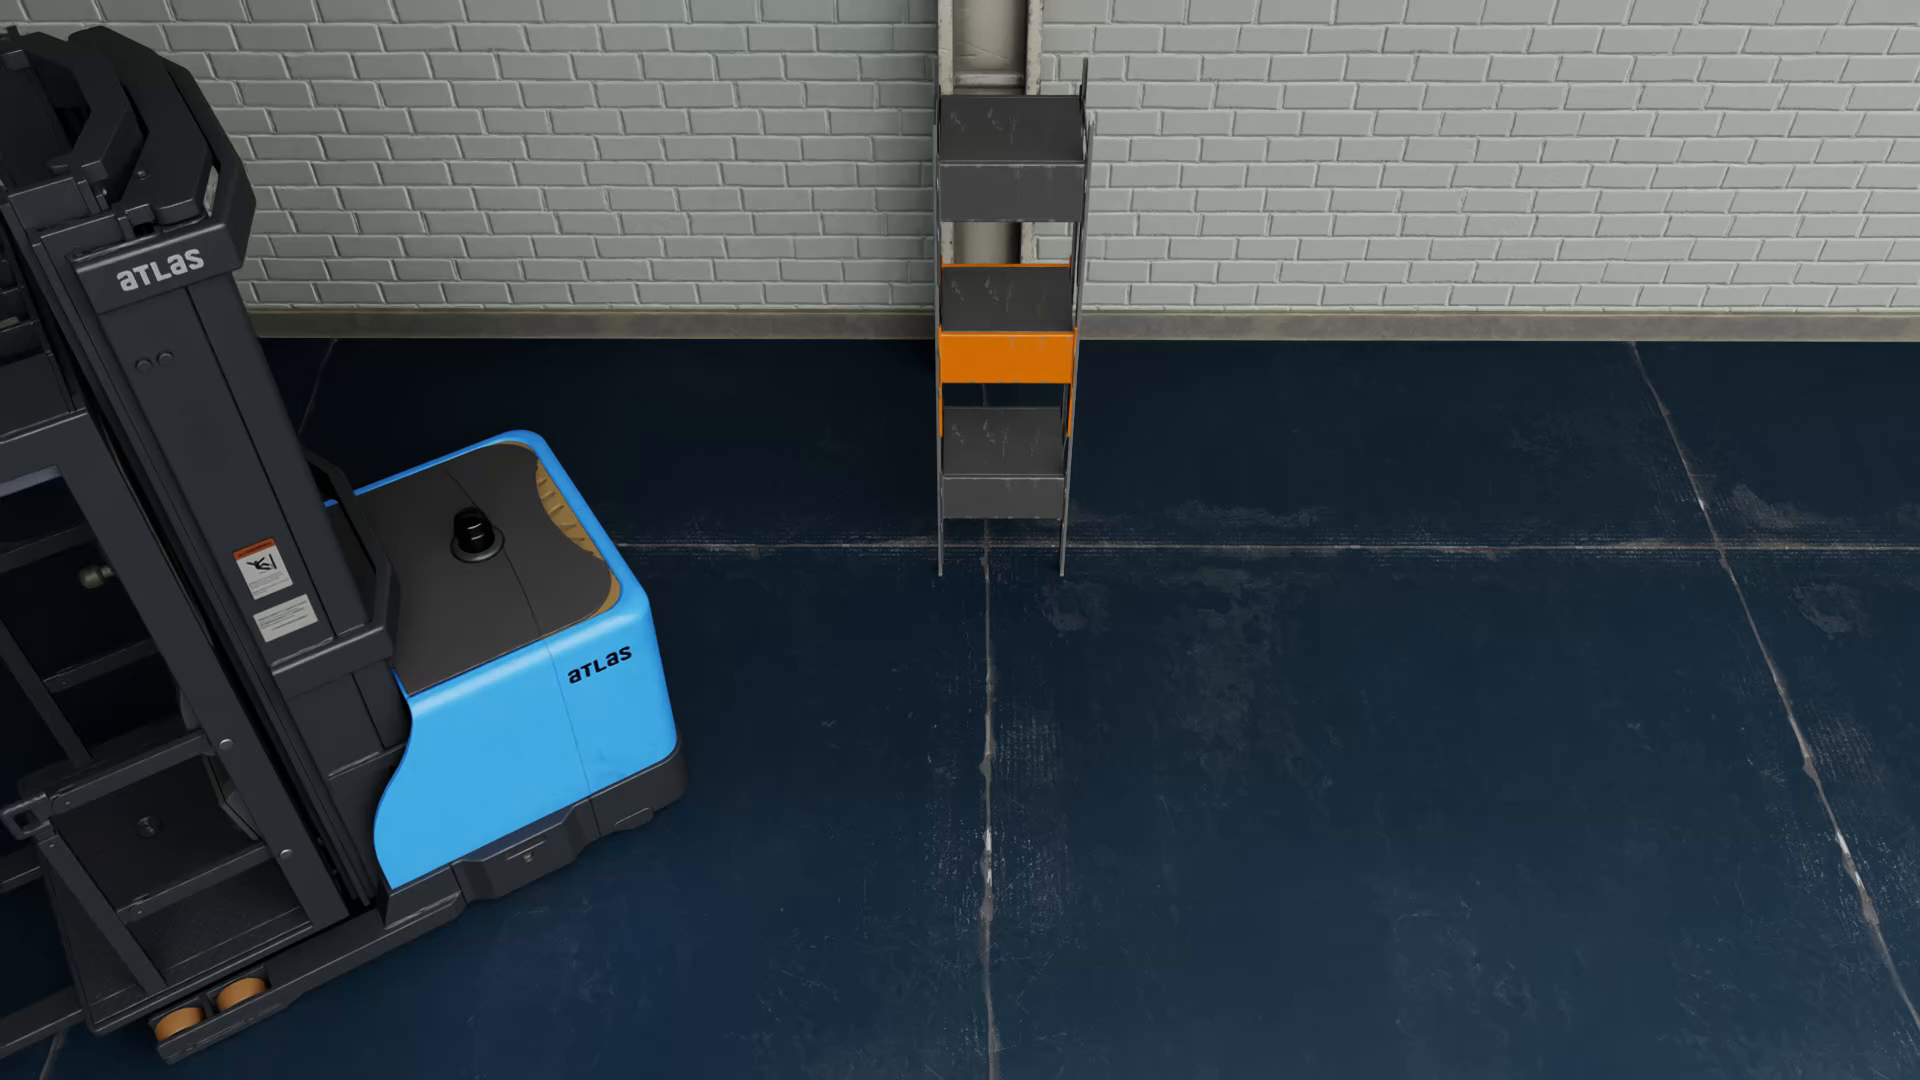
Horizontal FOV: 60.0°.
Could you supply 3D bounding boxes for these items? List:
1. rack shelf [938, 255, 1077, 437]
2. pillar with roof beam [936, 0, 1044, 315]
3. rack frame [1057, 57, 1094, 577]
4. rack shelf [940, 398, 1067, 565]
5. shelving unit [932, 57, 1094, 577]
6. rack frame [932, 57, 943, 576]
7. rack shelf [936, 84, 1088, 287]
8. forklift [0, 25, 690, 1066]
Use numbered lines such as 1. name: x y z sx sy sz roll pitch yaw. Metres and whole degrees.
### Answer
1. rack shelf: 0.166 -0.706 6.072 0.480 0.518 0.431 0 47 0
2. pillar with roof beam: 0.096 -0.757 1.388 0.400 9.000 9.100 0 47 0
3. rack frame: 0.410 -0.714 6.061 0.015 2.100 0.400 0 47 0
4. rack shelf: 0.166 -0.229 6.584 0.480 0.518 0.431 0 47 0
5. shelving unit: 0.166 -0.715 6.062 0.503 2.100 0.431 0 47 0
6. rack frame: -0.078 -0.716 6.062 0.015 2.100 0.400 0 47 0
7. rack shelf: 0.166 -1.183 5.559 0.480 0.518 0.431 0 47 0
8. forklift: -2.486 0.200 4.642 3.031 2.935 1.130 -25 52 -21
